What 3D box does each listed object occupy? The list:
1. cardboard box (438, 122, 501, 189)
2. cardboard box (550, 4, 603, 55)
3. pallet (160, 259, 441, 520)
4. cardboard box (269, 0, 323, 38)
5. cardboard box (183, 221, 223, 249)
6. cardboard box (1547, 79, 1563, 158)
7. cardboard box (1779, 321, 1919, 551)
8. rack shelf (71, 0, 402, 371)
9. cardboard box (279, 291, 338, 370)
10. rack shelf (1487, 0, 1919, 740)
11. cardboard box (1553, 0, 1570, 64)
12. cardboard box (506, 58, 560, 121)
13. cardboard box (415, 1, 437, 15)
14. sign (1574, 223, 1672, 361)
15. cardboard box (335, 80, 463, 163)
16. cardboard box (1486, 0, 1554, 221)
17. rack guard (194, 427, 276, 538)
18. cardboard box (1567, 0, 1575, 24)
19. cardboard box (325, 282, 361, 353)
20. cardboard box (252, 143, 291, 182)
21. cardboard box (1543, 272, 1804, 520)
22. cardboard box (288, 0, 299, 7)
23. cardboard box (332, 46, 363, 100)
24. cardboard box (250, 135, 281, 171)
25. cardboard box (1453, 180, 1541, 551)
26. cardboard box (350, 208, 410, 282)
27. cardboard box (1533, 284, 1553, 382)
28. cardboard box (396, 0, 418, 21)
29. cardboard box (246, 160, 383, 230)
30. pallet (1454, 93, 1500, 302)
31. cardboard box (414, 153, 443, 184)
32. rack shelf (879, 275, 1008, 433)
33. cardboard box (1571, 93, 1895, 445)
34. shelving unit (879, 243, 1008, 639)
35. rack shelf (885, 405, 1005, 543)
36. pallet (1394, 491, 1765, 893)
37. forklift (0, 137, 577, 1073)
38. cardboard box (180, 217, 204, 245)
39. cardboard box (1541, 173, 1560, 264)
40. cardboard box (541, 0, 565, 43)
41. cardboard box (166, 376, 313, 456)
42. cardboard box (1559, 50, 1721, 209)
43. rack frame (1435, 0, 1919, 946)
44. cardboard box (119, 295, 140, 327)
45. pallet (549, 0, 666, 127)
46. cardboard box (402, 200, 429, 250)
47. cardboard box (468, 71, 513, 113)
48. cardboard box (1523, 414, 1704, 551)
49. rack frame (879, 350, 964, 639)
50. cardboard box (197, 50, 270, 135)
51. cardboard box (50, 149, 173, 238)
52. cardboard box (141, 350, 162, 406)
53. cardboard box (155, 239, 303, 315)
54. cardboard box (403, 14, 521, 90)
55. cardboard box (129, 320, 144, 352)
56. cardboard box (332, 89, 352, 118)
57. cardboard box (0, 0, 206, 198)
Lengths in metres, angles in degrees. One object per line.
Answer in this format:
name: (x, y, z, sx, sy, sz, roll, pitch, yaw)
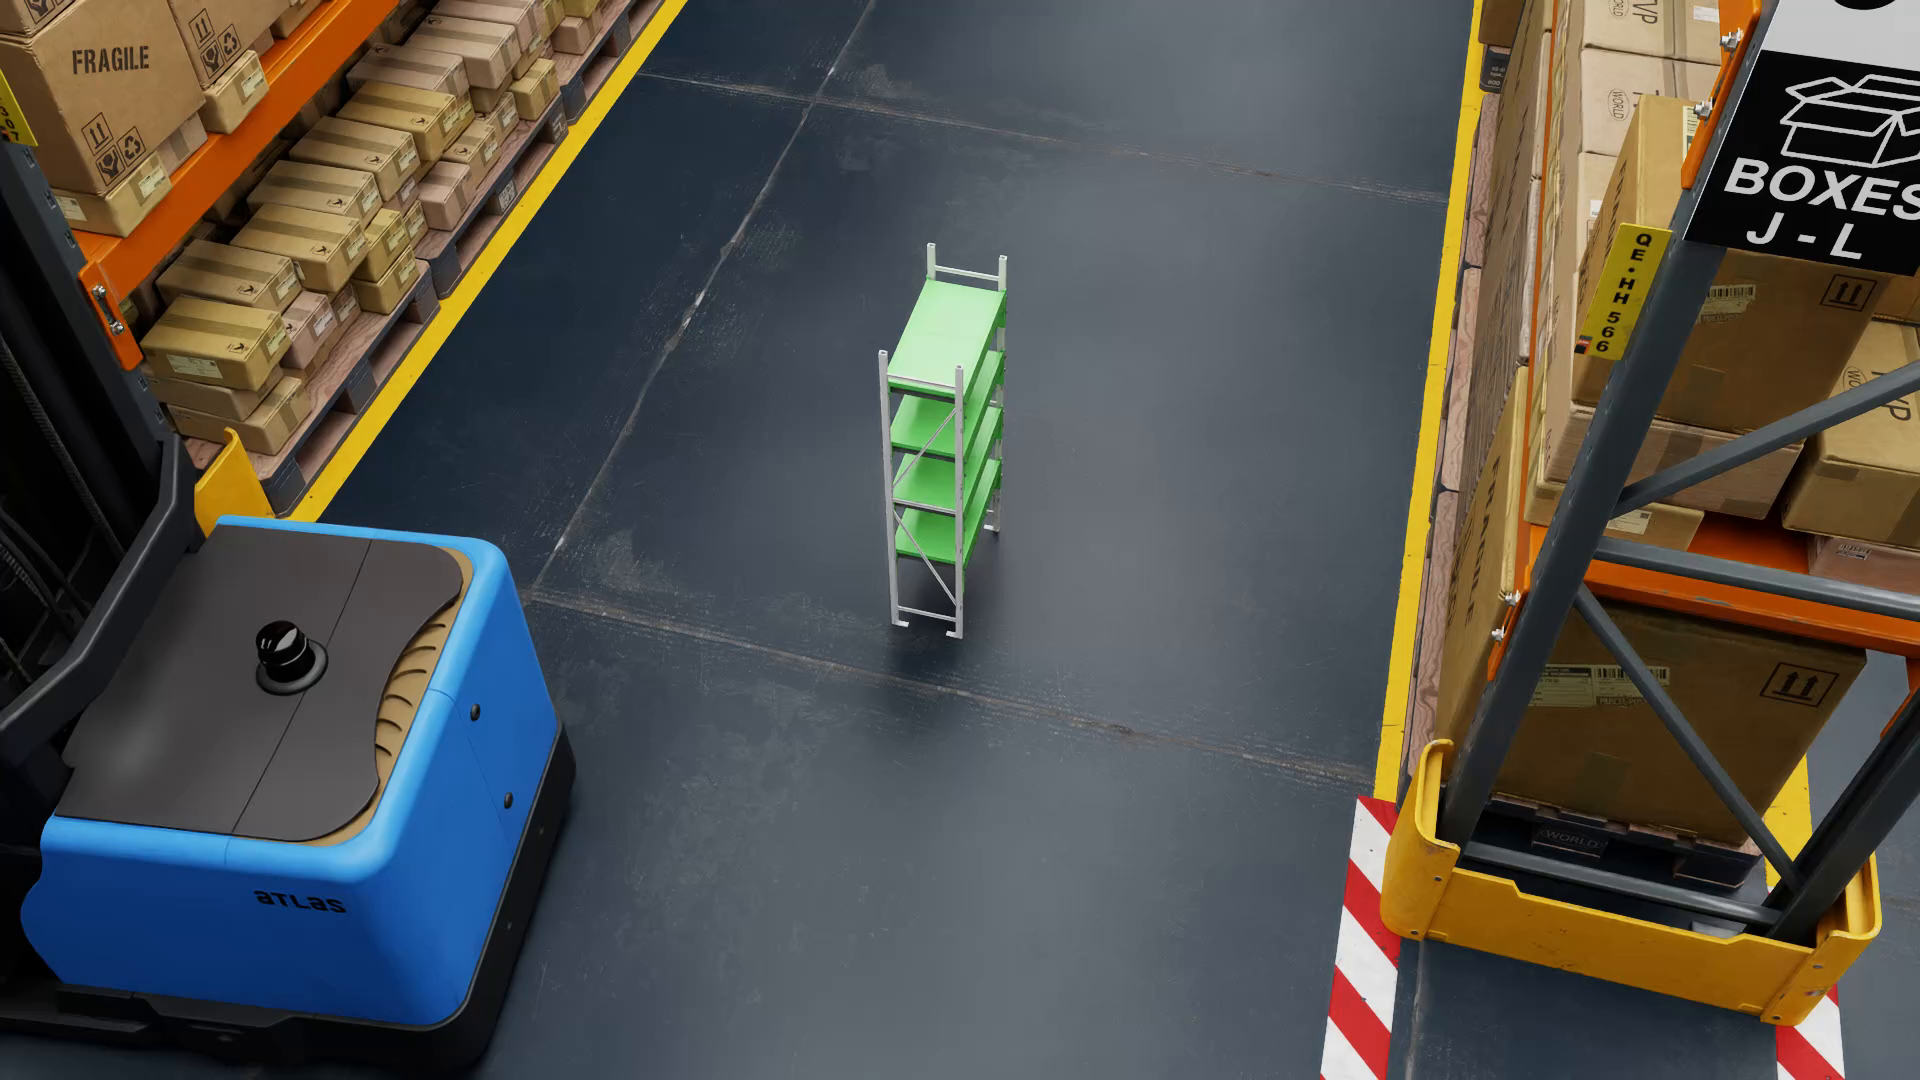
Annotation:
cardboard box: (-2.106, -1.585, 6.769, 0.380, 0.149, 0.250, 12, 50, 10)
cardboard box: (-1.825, -2.314, 7.413, 0.380, 0.149, 0.250, 10, 49, 9)
pallet: (-2.679, -0.665, 6.196, 1.003, 0.211, 1.213, 12, 50, 10)
cardboard box: (-2.365, -1.820, 5.524, 0.380, 0.149, 0.250, 11, 50, 10)
cardboard box: (-2.948, -1.060, 6.108, 0.380, 0.149, 0.250, 10, 49, 8)
cardboard box: (1.990, -1.245, 5.016, 0.380, 0.149, 0.250, 12, 50, 11)
cardboard box: (2.198, -0.243, 3.865, 0.500, 0.250, 0.500, 10, 49, 9)
rack shelf: (-2.420, -2.160, 6.136, 1.077, 0.370, 4.000, 12, 50, 10)
cardboard box: (-2.435, -0.761, 5.844, 0.380, 0.149, 0.250, 11, 50, 10)
rack shelf: (2.338, -1.109, 5.207, 1.077, 0.370, 4.000, 12, 50, 10)
cardboard box: (2.125, -1.624, 5.350, 0.380, 0.149, 0.250, 12, 50, 10)
cardboard box: (-1.941, -1.941, 7.084, 0.380, 0.149, 0.250, 11, 50, 10)
cardboard box: (-2.381, -2.361, 7.256, 0.380, 0.149, 0.250, 9, 49, 8)
sign: (1.292, -0.479, 3.241, 0.100, 0.325, 0.005, 12, 50, 10)
cardboard box: (-2.154, -1.612, 6.397, 0.380, 0.149, 0.250, 12, 50, 11)
cardboard box: (2.614, -1.767, 6.446, 0.875, 0.875, 0.875, 12, 50, 10)
rack guard: (-2.927, -0.180, 5.575, 1.175, 0.500, 0.348, 12, 50, 10)
cardboard box: (2.221, -1.819, 5.257, 0.500, 0.250, 0.500, 13, 50, 11)
cardboard box: (-2.451, -0.850, 6.121, 0.380, 0.149, 0.250, 12, 50, 10)
cardboard box: (-2.824, -1.437, 6.441, 0.380, 0.149, 0.250, 12, 50, 11)
cardboard box: (1.683, -0.352, 3.961, 0.500, 0.250, 0.500, 11, 49, 9)
cardboard box: (-2.305, -2.098, 5.335, 0.500, 0.500, 0.500, 12, 50, 11)
cardboard box: (-2.621, -1.904, 6.654, 0.380, 0.149, 0.250, 12, 50, 10)
cardboard box: (-2.839, -1.540, 6.333, 0.380, 0.149, 0.250, 13, 50, 11)
cardboard box: (2.142, -0.473, 5.304, 0.875, 0.875, 0.875, 12, 50, 10)
cardboard box: (-2.283, -1.120, 6.161, 0.380, 0.149, 0.250, 13, 50, 11)
cardboard box: (1.722, -0.510, 4.367, 0.380, 0.149, 0.250, 12, 50, 10)
cardboard box: (-2.526, -2.288, 6.993, 0.380, 0.149, 0.250, 13, 50, 11)
cardboard box: (-2.349, -1.232, 6.061, 0.380, 0.149, 0.250, 9, 49, 8)
pallet: (2.589, -1.336, 6.788, 1.003, 0.211, 1.213, 12, 50, 10)
cardboard box: (-2.274, -1.535, 6.527, 0.380, 0.149, 0.250, 14, 50, 12)
rack shelf: (-0.044, -0.553, 4.883, 0.258, 0.148, 0.480, 12, 50, 10)
cardboard box: (1.686, -0.601, 3.681, 0.500, 0.500, 0.500, 12, 50, 10)
shelving unit: (-0.044, -0.277, 5.194, 0.258, 1.200, 0.503, 12, 50, 10)
rack shelf: (-0.044, -0.235, 5.242, 0.258, 0.148, 0.480, 12, 50, 10)
pallet: (1.947, 0.429, 5.231, 1.003, 0.211, 1.213, 12, 50, 10)
forklift: (-2.716, -0.035, 3.826, 3.031, 2.935, 1.130, 5, 49, 5)
cardboard box: (-2.985, -1.160, 5.998, 0.380, 0.149, 0.250, 11, 49, 9)
cardboard box: (1.855, -0.878, 4.692, 0.380, 0.149, 0.250, 11, 49, 9)
cardboard box: (-1.944, -2.291, 7.194, 0.380, 0.149, 0.250, 12, 50, 10)
cardboard box: (-2.500, -0.463, 5.780, 0.380, 0.149, 0.250, 12, 50, 11)
cardboard box: (1.951, -1.087, 4.610, 0.500, 0.250, 0.500, 10, 49, 9)
rack frame: (1.812, 0.100, 3.661, 1.000, 3.000, 0.127, 12, 50, 10)
cardboard box: (-3.052, -0.777, 5.660, 0.380, 0.149, 0.250, 12, 50, 10)
pallet: (-2.037, -2.430, 7.753, 1.003, 0.211, 1.213, 12, 50, 10)
cardboard box: (-2.303, -1.216, 6.444, 0.380, 0.149, 0.250, 12, 50, 10)
cardboard box: (-2.082, -1.913, 6.861, 0.380, 0.149, 0.250, 9, 49, 8)
cardboard box: (1.588, -0.139, 4.040, 0.380, 0.149, 0.250, 12, 50, 11)
rack frame: (-0.108, -0.101, 5.039, 0.240, 1.200, 0.015, 12, 50, 10)
cardboard box: (-2.396, -1.415, 5.165, 0.380, 0.149, 0.250, 10, 49, 9)
cardboard box: (-2.545, -1.038, 4.833, 0.380, 0.149, 0.250, 11, 50, 10)
cardboard box: (-3.009, -0.569, 5.873, 0.380, 0.149, 0.250, 12, 50, 11)
cardboard box: (-2.525, -0.879, 5.750, 0.380, 0.149, 0.250, 12, 50, 11)
cardboard box: (-2.009, -1.971, 6.713, 0.380, 0.149, 0.250, 10, 49, 9)
cardboard box: (-3.083, -0.684, 5.776, 0.380, 0.149, 0.250, 10, 49, 9)
cardboard box: (-2.693, -1.824, 6.782, 0.380, 0.149, 0.250, 12, 50, 10)
cardboard box: (-2.562, -1.354, 4.679, 0.500, 0.500, 0.500, 14, 50, 12)
